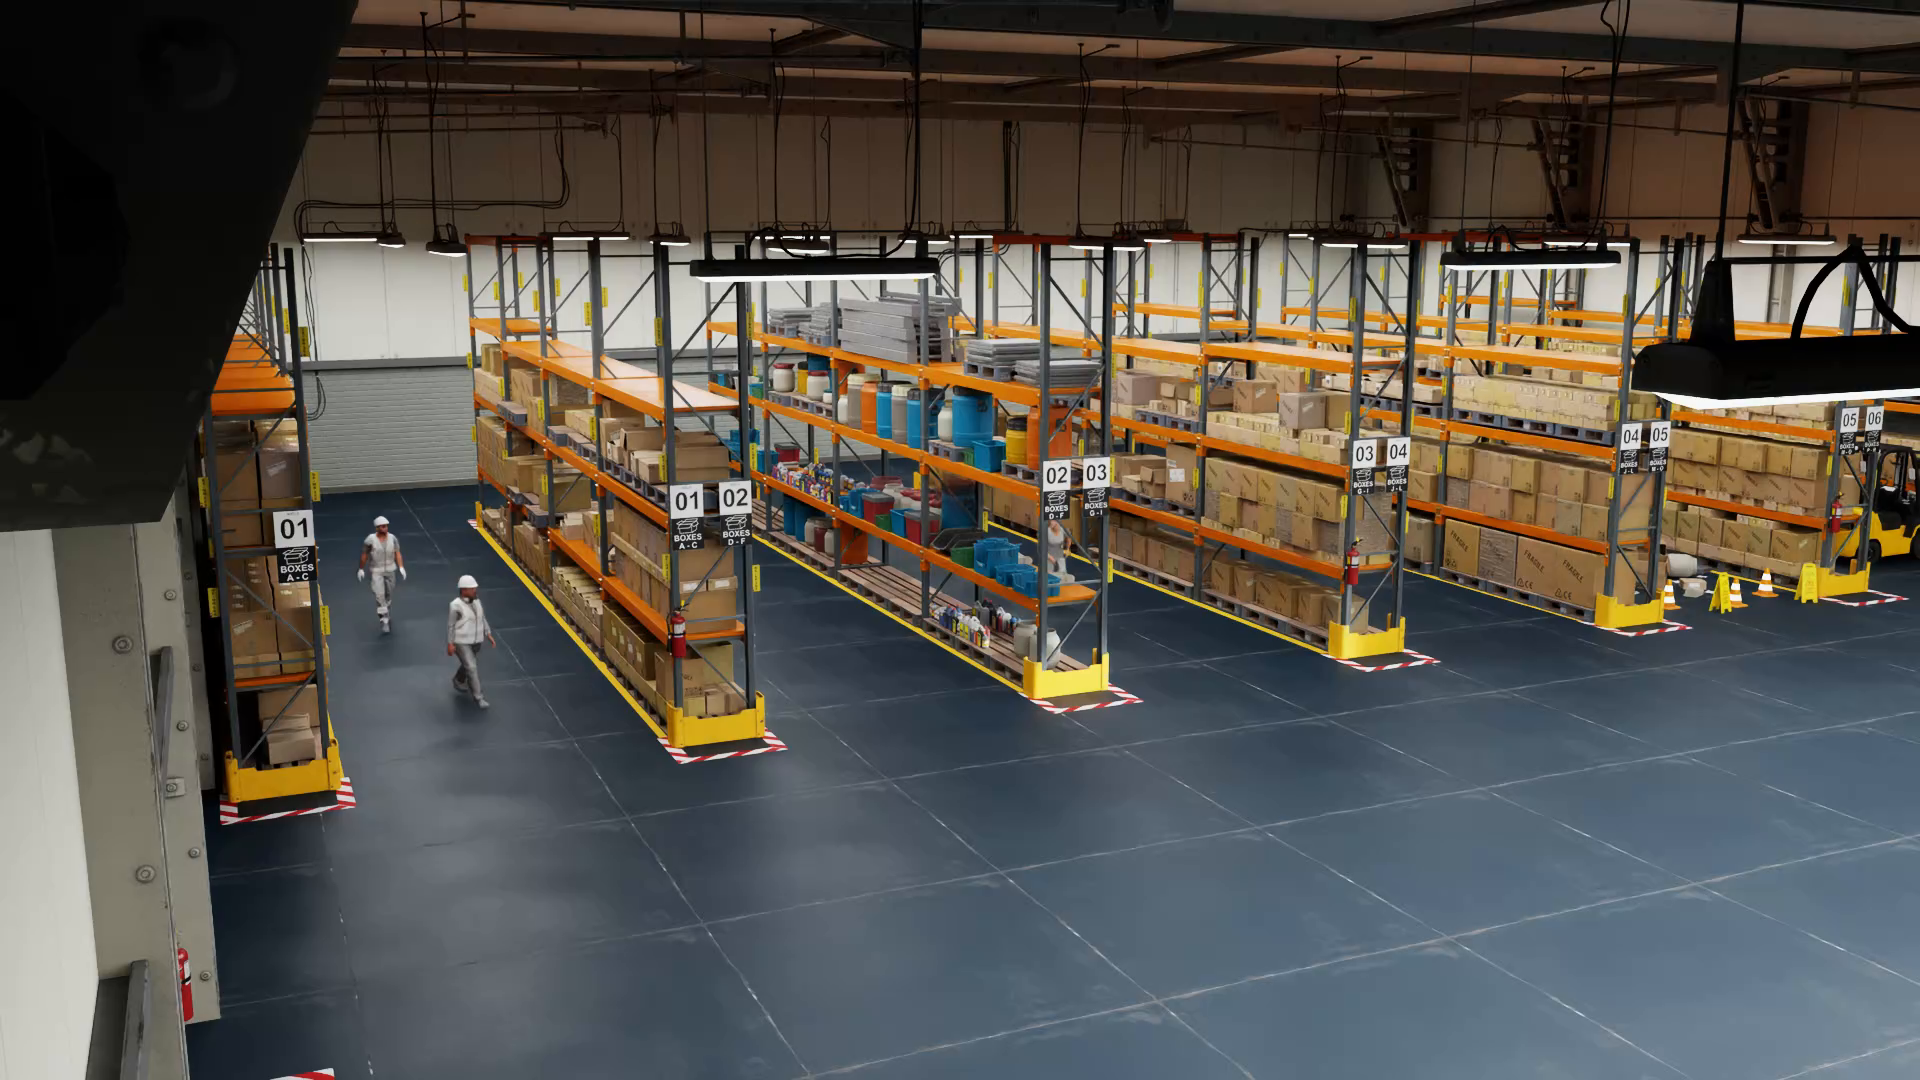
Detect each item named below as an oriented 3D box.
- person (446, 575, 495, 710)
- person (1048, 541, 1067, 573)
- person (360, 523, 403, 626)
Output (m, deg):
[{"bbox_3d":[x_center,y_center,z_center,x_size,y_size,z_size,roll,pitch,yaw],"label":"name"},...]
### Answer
[{"bbox_3d":[-6.454,1.301,21.825,1.107,1.717,0.603,9,14,40],"label":"person"},{"bbox_3d":[1.540,0.526,27.468,0.348,1.129,0.671,-2,11,-12],"label":"person"},{"bbox_3d":[-9.025,0.485,25.946,0.625,1.625,0.876,-7,13,-33],"label":"person"}]
